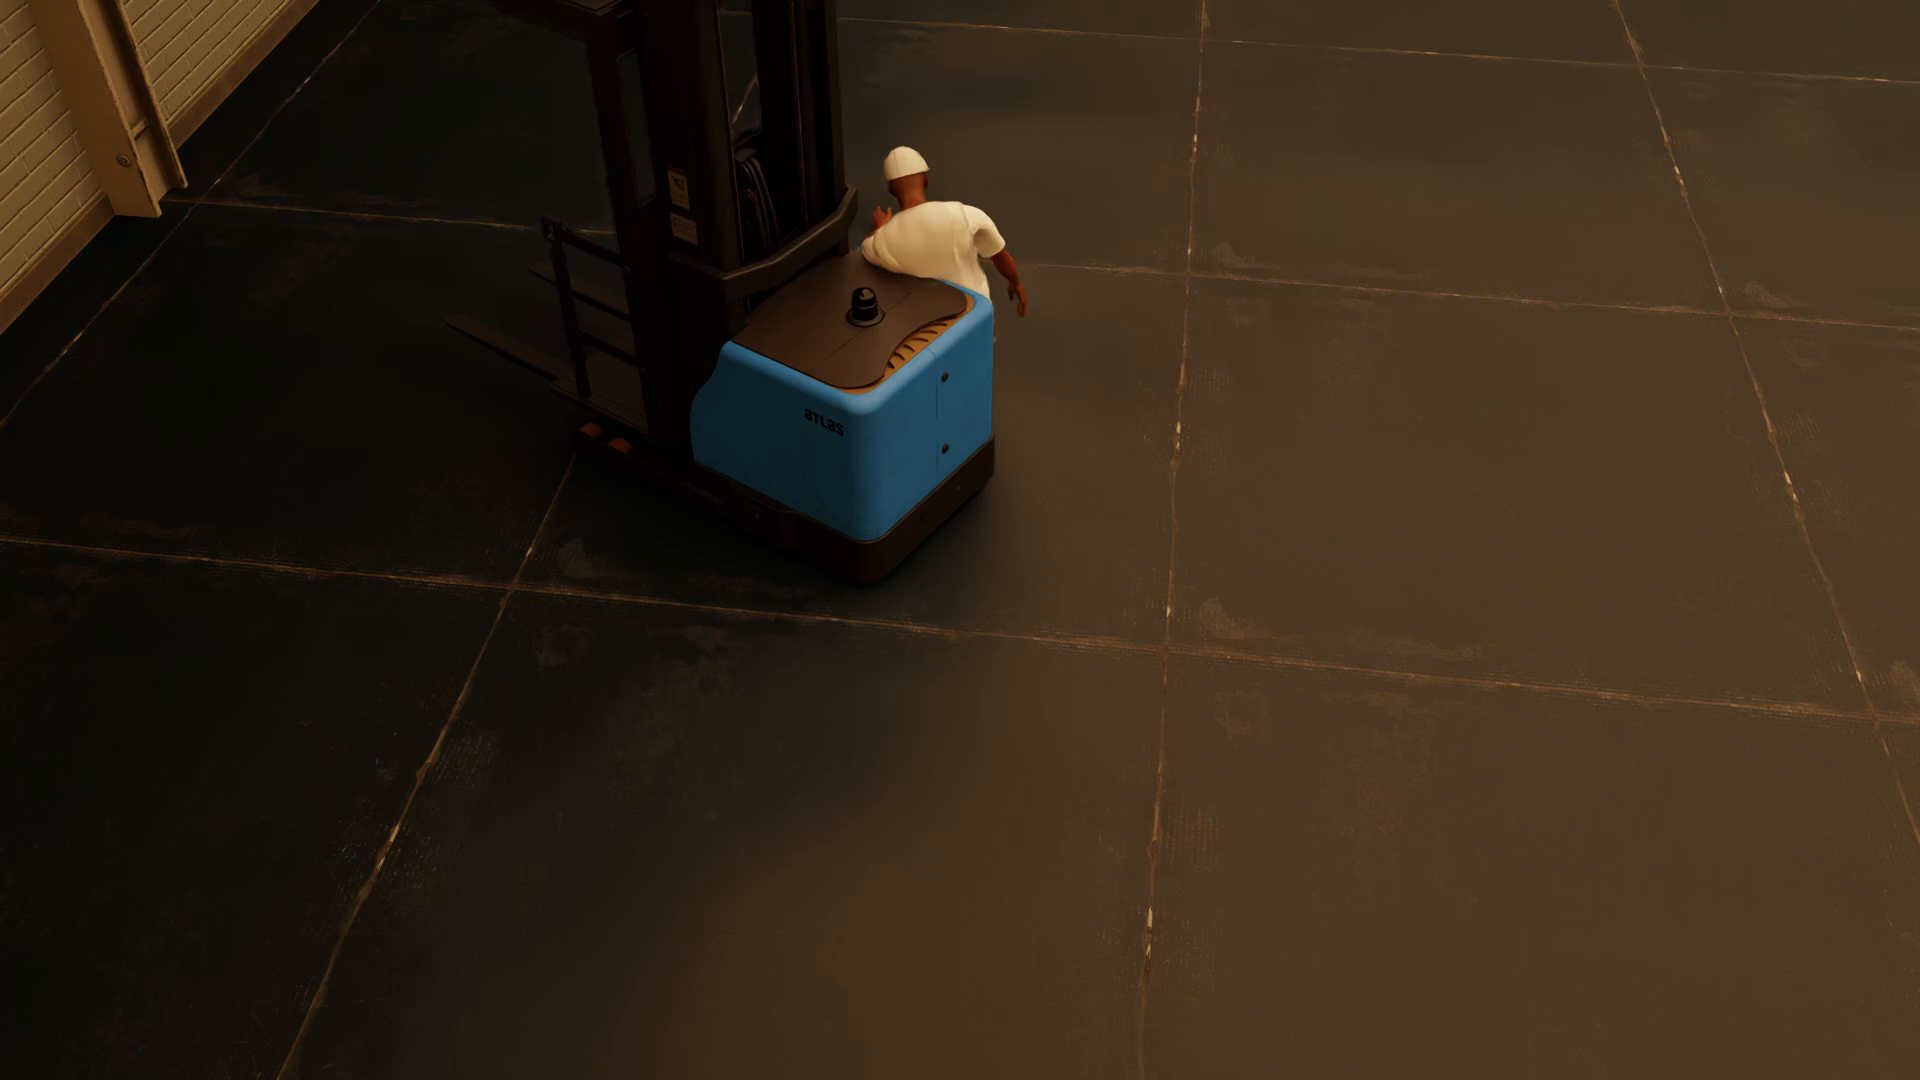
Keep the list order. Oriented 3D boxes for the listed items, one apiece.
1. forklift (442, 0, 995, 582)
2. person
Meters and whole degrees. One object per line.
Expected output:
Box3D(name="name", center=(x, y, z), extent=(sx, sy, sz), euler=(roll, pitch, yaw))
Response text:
Box3D(name="forklift", center=(-1.329, -1.689, 7.563), extent=(3.031, 2.935, 1.130), euler=(26, 48, 25))
Box3D(name="person", center=(-0.188, -1.271, 8.077), extent=(1.005, 1.561, 1.038), euler=(-3, 43, -3))
